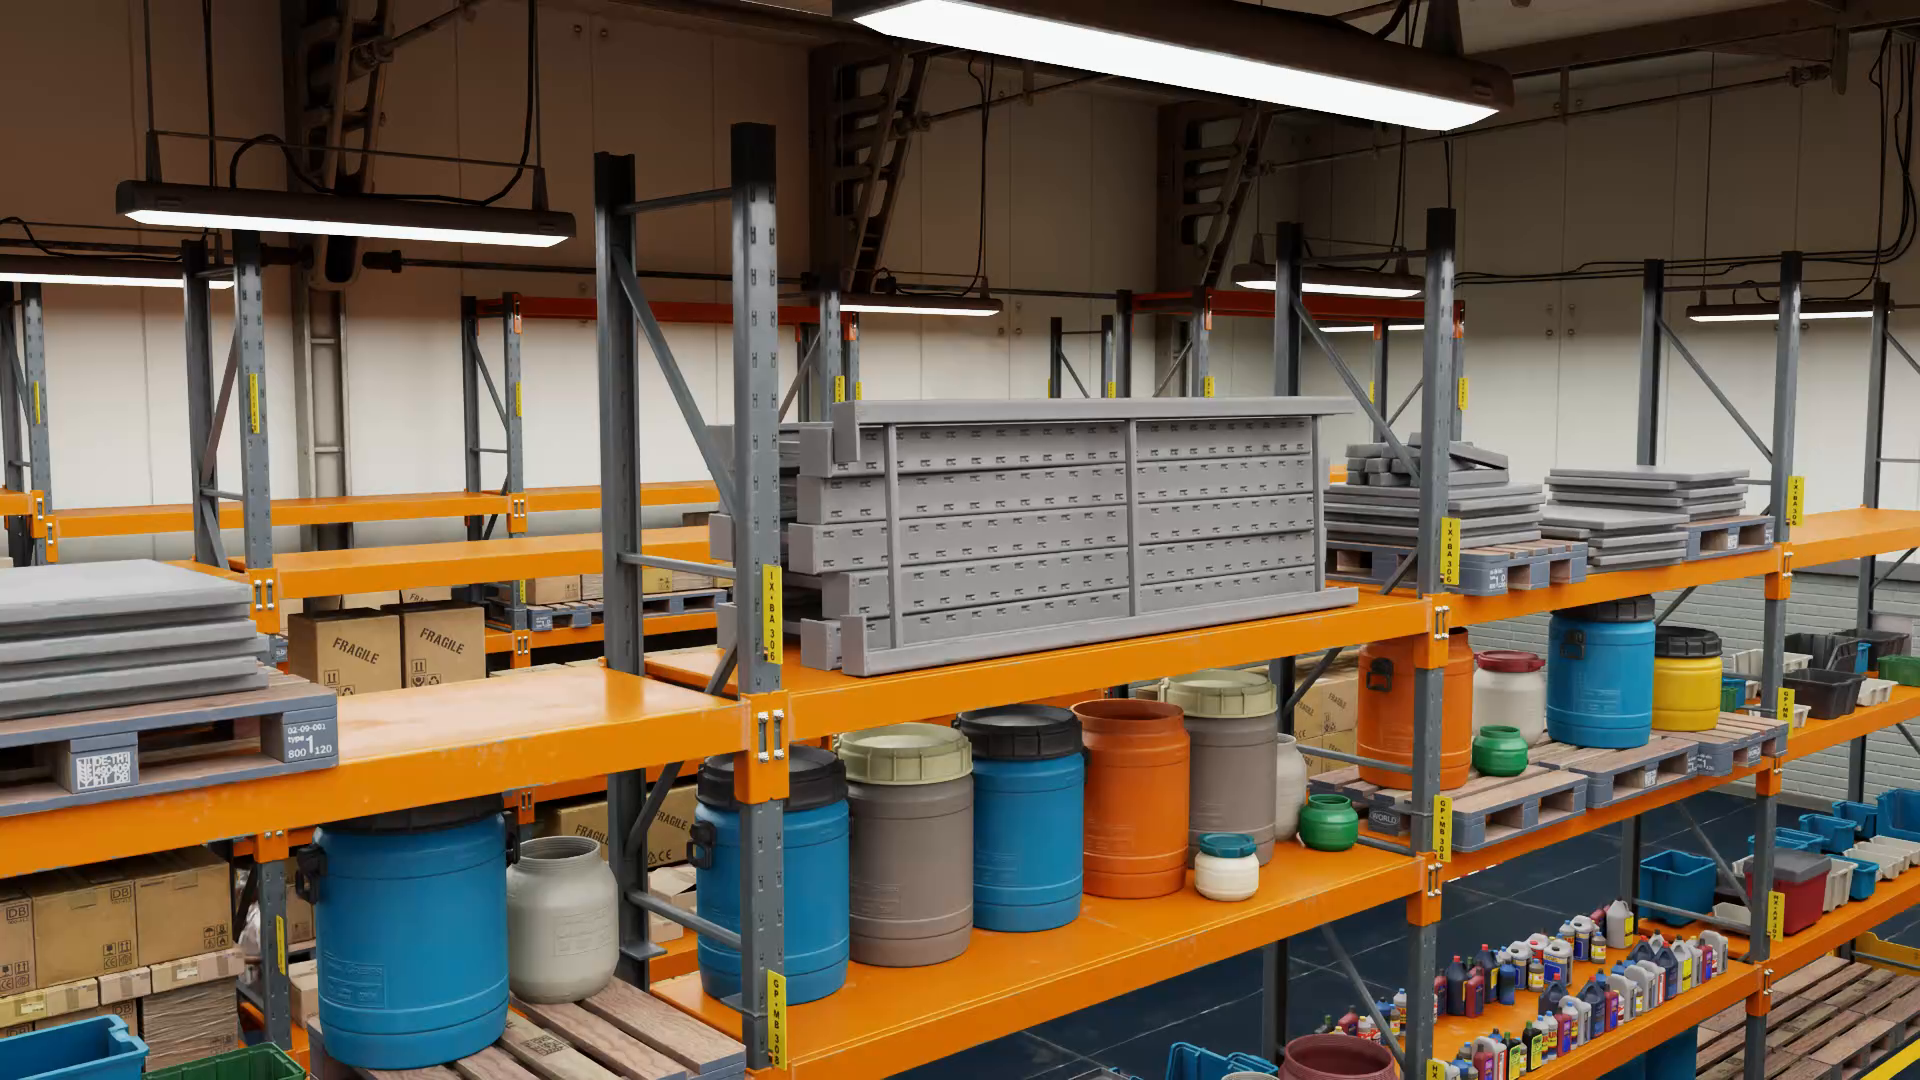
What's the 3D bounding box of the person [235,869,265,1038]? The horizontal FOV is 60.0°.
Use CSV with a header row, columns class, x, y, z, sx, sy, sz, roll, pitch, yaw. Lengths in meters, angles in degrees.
class,x,y,z,sx,sy,sz,roll,pitch,yaw
person,-5.049,3.182,11.950,0.563,1.724,0.776,4,7,35
